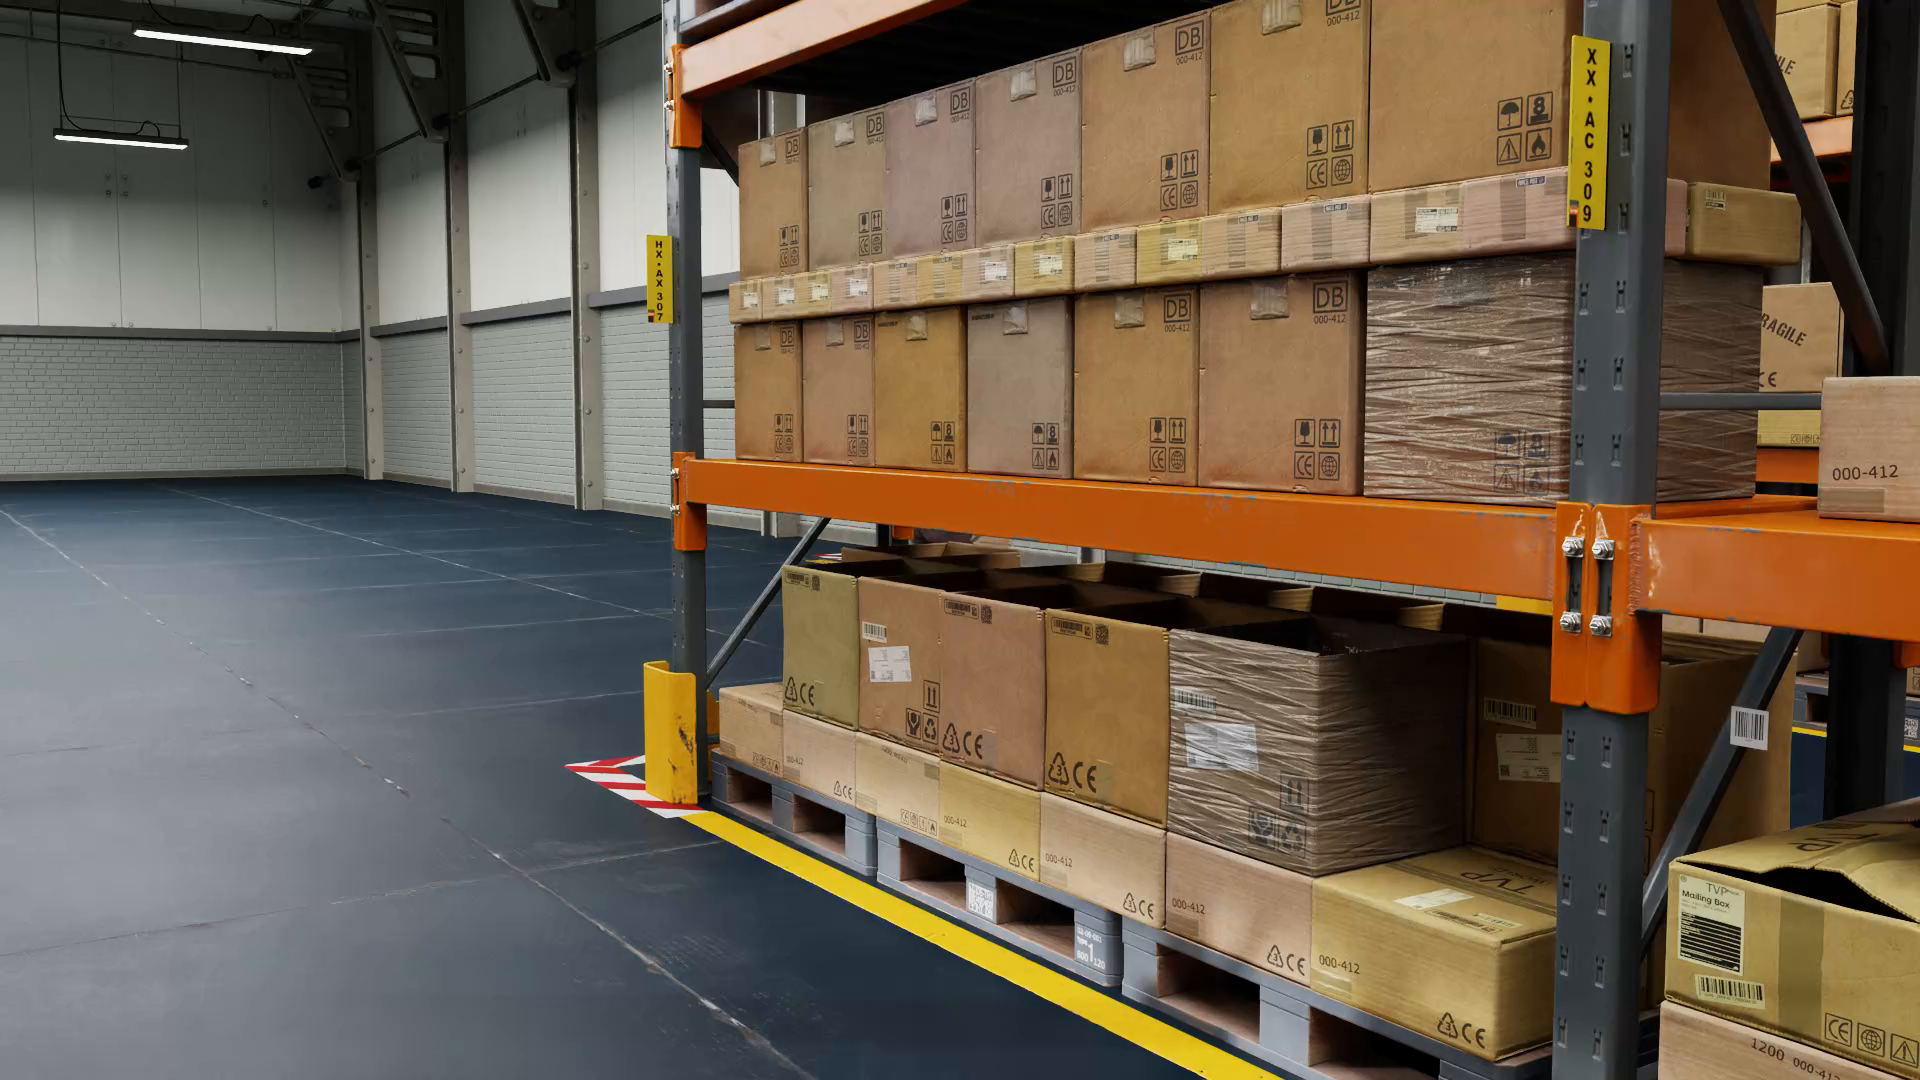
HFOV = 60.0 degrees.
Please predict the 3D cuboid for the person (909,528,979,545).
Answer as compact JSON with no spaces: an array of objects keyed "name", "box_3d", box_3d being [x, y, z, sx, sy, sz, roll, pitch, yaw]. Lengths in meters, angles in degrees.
[{"name":"person","box_3d":[-0.122,-0.115,9.383,0.420,1.722,0.569,-3,6,-36]}]
